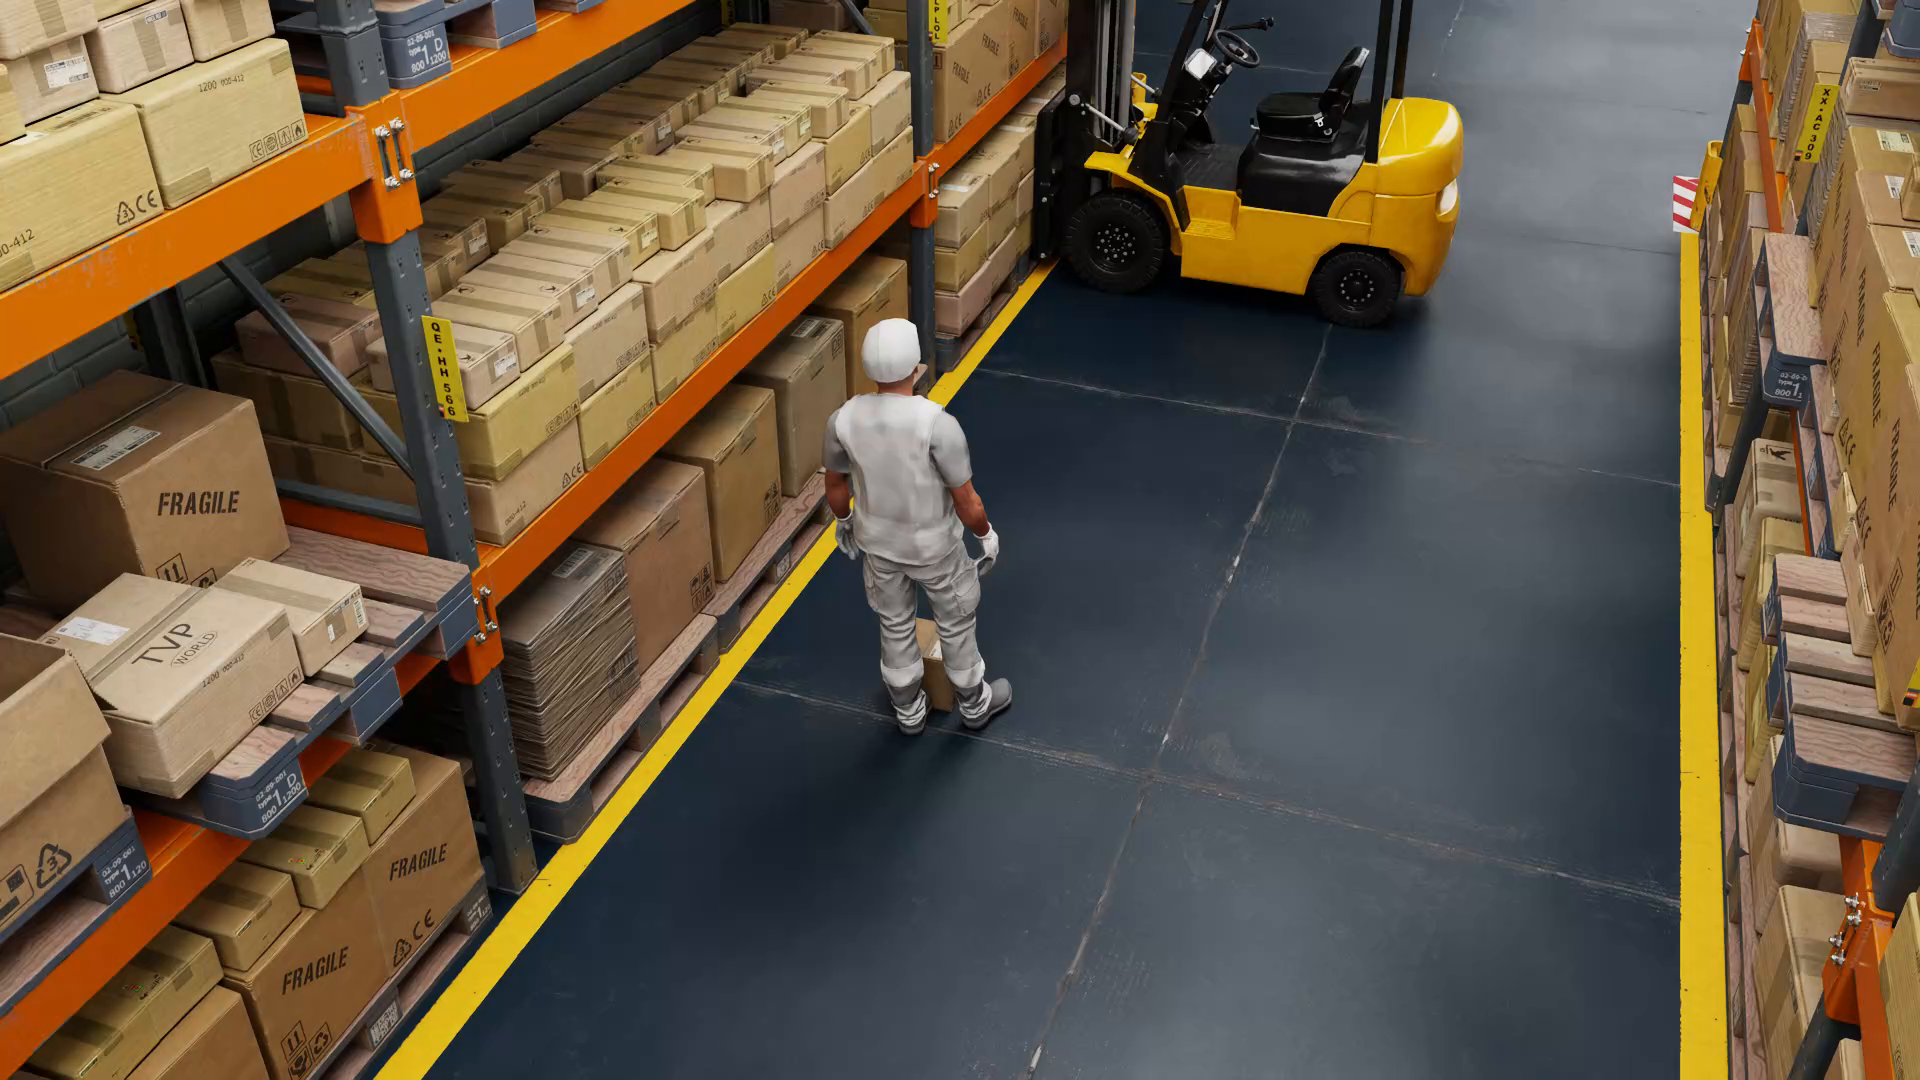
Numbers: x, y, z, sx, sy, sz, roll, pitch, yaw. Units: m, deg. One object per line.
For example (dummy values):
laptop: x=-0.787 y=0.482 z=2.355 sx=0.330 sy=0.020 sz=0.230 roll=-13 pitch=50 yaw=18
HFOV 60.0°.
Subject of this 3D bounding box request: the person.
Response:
person: x=-0.149 y=-0.044 z=6.168 sx=0.638 sy=1.787 sz=0.562 roll=11 pitch=35 yaw=17
